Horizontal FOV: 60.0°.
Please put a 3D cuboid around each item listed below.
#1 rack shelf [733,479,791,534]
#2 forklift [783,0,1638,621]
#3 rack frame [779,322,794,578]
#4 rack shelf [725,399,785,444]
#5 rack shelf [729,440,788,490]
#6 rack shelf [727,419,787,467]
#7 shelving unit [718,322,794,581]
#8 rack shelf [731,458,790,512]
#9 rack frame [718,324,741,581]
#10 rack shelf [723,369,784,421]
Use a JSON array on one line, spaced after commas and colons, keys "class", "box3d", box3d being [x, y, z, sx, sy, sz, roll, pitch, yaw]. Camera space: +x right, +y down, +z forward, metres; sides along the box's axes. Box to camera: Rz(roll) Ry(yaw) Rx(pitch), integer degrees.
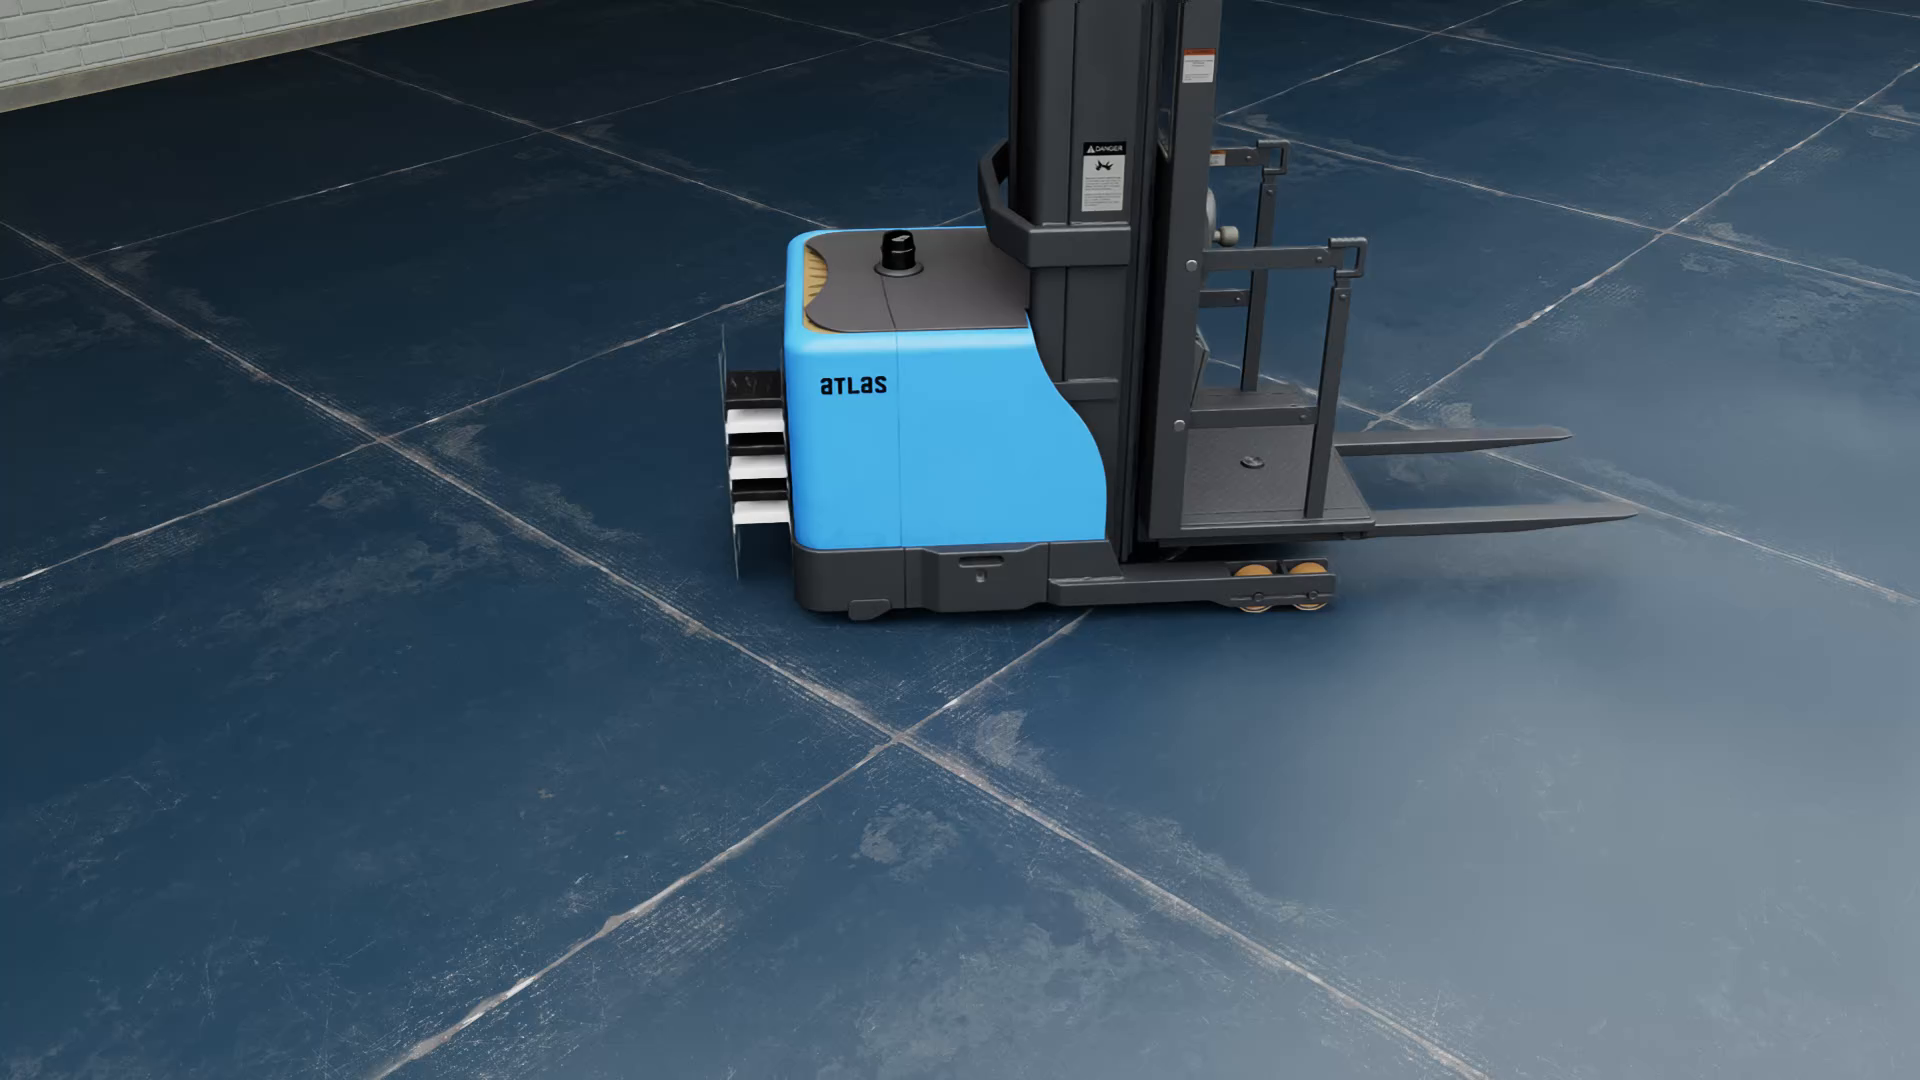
[{"class": "rack shelf", "box3d": [-0.711, -0.122, 5.994, 0.200, 0.077, 0.258, -2, 31, -4]}, {"class": "forklift", "box3d": [0.906, -1.272, 5.520, 3.031, 2.935, 1.130, -2, 31, -4]}, {"class": "rack frame", "box3d": [-0.609, -0.309, 5.890, 0.006, 0.900, 0.240, -2, 31, -4]}, {"class": "rack shelf", "box3d": [-0.711, -0.430, 5.808, 0.200, 0.077, 0.258, -2, 31, -4]}, {"class": "rack shelf", "box3d": [-0.711, -0.276, 5.901, 0.200, 0.077, 0.258, -2, 31, -4]}, {"class": "rack shelf", "box3d": [-0.711, -0.353, 5.855, 0.200, 0.077, 0.258, -2, 31, -4]}, {"class": "shelving unit", "box3d": [-0.711, -0.305, 5.884, 0.210, 0.900, 0.258, -2, 31, -4]}, {"class": "rack shelf", "box3d": [-0.711, -0.199, 5.947, 0.200, 0.077, 0.258, -2, 31, -4]}, {"class": "rack frame", "box3d": [-0.812, -0.301, 5.877, 0.006, 0.900, 0.240, -2, 31, -4]}, {"class": "rack shelf", "box3d": [-0.711, -0.508, 5.762, 0.200, 0.077, 0.258, -2, 31, -4]}]
